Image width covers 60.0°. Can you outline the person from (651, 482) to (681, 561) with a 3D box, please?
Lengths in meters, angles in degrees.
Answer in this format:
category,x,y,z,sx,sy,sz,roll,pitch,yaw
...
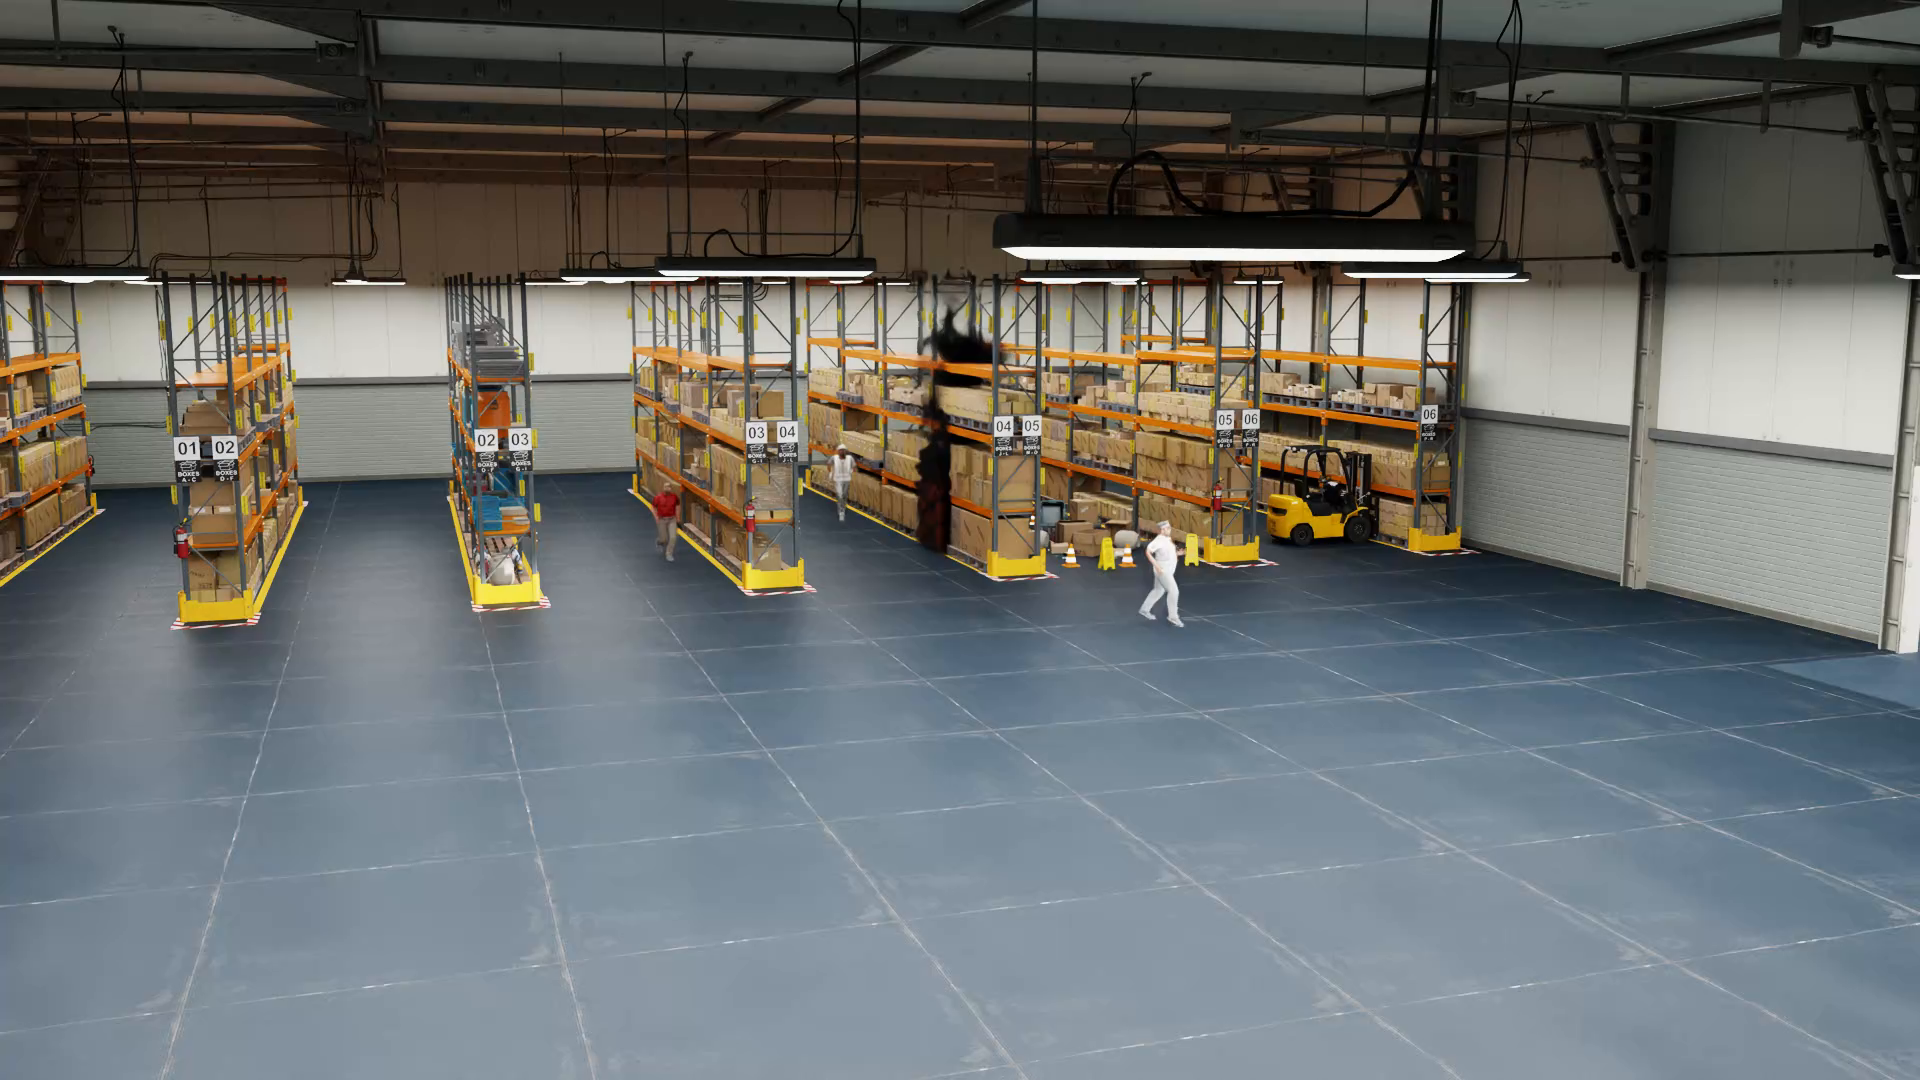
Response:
category,x,y,z,sx,sy,sz,roll,pitch,yaw
person,-6.234,-0.412,35.301,0.650,1.680,0.652,-4,9,-24

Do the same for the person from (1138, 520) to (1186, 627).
category,x,y,z,sx,sy,sz,roll,pitch,yaw
person,3.467,0.563,28.462,0.837,1.839,0.640,2,9,13

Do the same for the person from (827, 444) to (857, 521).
category,x,y,z,sx,sy,sz,roll,pitch,yaw
person,-2.805,-1.401,39.835,0.668,1.805,0.845,-3,9,-17
